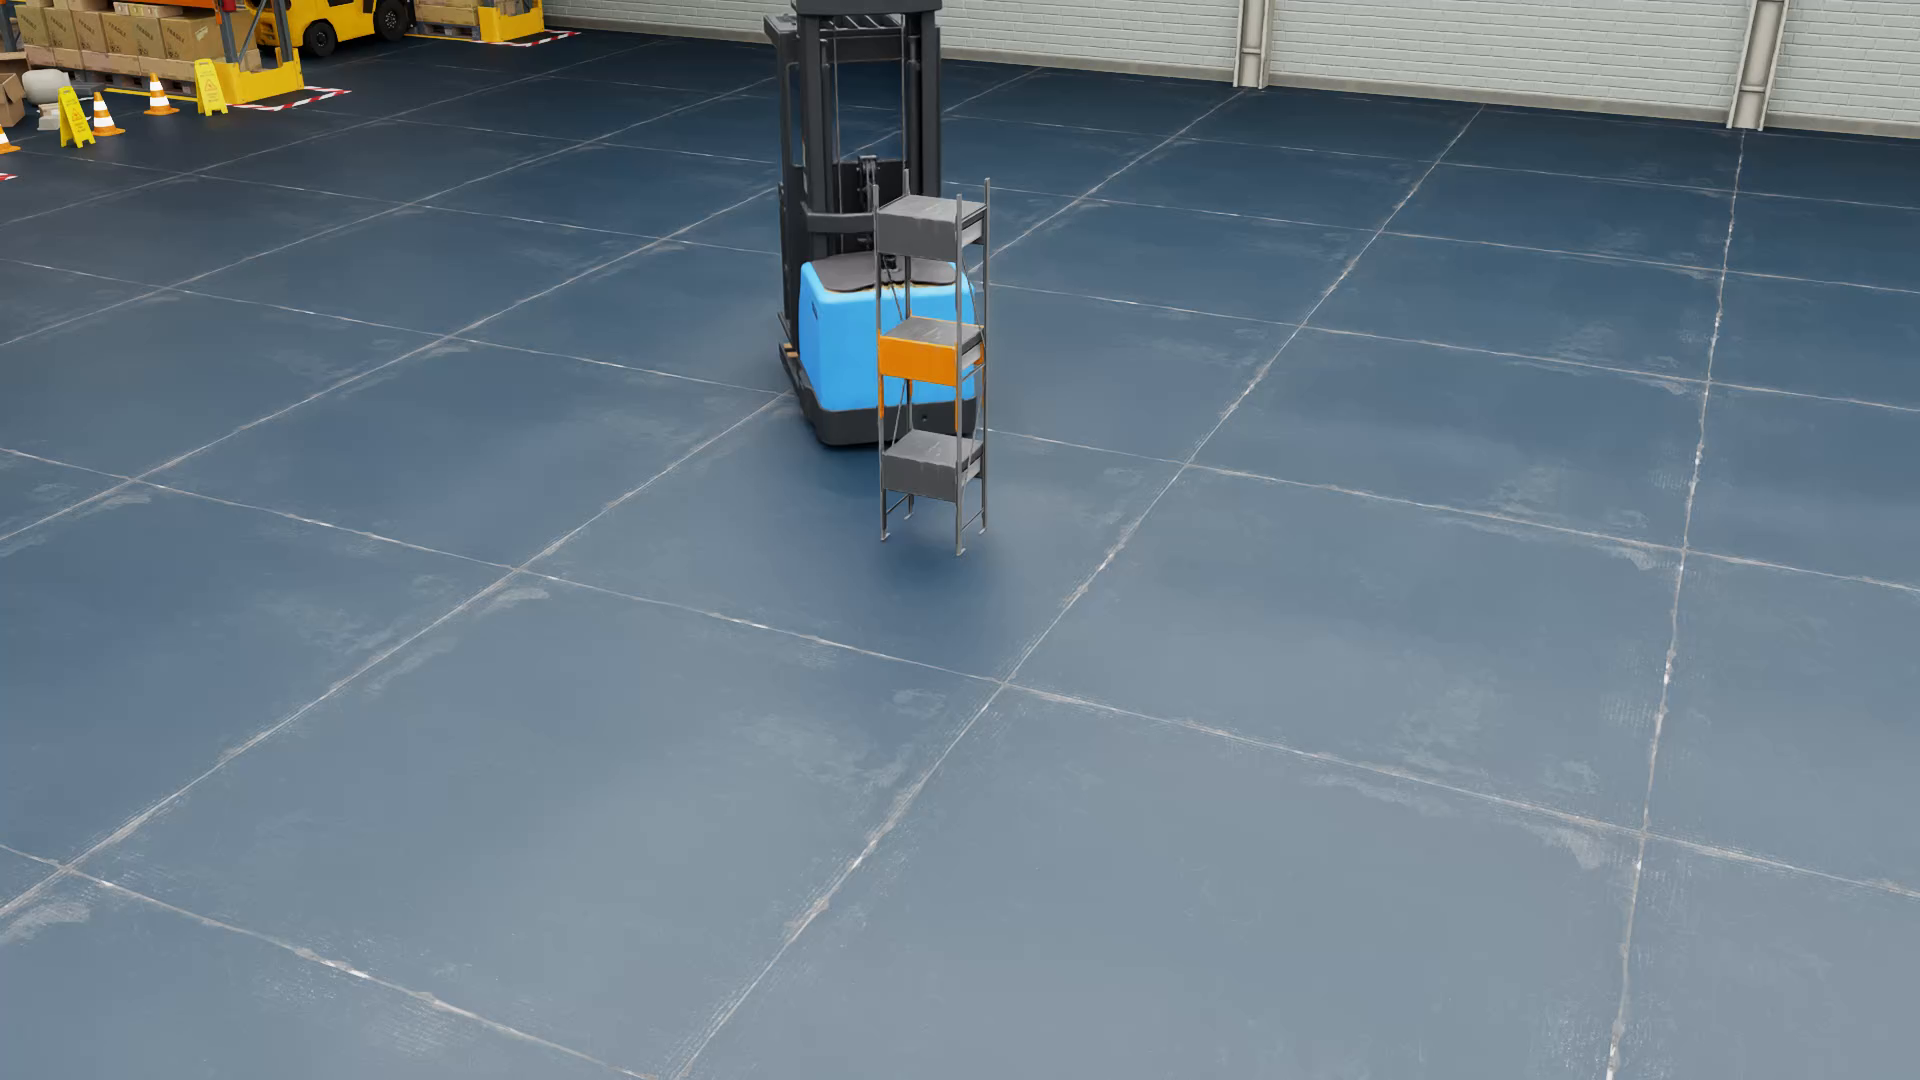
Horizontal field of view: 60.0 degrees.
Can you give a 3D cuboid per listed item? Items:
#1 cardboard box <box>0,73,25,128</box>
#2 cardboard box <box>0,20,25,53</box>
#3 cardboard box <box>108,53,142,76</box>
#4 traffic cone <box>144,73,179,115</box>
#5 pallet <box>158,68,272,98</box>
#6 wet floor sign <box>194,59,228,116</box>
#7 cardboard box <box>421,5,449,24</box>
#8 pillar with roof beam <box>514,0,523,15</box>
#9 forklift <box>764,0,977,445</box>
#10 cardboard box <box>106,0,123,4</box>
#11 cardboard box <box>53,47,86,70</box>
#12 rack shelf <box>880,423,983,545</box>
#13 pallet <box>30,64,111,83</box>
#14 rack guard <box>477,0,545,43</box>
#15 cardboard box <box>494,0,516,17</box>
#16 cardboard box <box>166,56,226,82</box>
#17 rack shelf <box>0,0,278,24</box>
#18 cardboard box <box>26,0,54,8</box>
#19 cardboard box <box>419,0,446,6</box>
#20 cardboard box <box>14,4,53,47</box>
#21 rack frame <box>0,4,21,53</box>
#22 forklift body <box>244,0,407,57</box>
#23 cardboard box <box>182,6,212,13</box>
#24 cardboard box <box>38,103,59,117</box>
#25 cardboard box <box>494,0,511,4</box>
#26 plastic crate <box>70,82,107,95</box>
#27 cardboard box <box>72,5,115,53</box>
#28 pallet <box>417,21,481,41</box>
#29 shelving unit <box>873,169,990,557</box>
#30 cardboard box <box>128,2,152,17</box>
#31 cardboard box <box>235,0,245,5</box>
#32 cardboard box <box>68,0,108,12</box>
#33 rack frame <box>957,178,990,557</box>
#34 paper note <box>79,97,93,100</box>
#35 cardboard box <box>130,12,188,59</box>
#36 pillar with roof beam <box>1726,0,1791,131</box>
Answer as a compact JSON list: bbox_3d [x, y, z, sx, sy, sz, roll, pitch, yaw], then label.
[{"bbox_3d":[-11.530,-5.228,19.798,0.637,0.503,0.797,-7,27,-14],"label":"cardboard box"},{"bbox_3d":[-13.003,-6.880,22.828,0.625,0.372,0.950,12,29,22],"label":"cardboard box"},{"bbox_3d":[-10.677,-6.230,21.646,0.500,0.250,0.500,10,28,20],"label":"cardboard box"},{"bbox_3d":[-9.809,-5.466,20.329,0.334,0.463,0.336,11,28,22],"label":"traffic cone"},{"bbox_3d":[-9.677,-5.970,21.637,1.213,0.211,1.003,11,28,22],"label":"pallet"},{"bbox_3d":[-9.153,-5.523,20.238,0.232,0.644,0.267,23,35,39],"label":"wet floor sign"},{"bbox_3d":[-7.839,-8.049,25.341,0.500,0.250,0.500,11,28,22],"label":"cardboard box"},{"bbox_3d":[-8.875,-10.491,20.871,0.400,9.000,9.100,11,28,22],"label":"pillar with roof beam"},{"bbox_3d":[-0.727,-2.561,11.634,1.130,2.935,3.031,-6,27,-12],"label":"forklift"},{"bbox_3d":[-11.411,-6.974,22.309,0.500,0.500,0.500,12,29,23],"label":"cardboard box"},{"bbox_3d":[-11.608,-6.421,22.034,0.500,0.250,0.500,13,29,25],"label":"cardboard box"},{"bbox_3d":[-0.151,-0.332,9.663,0.480,0.518,0.431,11,28,22],"label":"rack shelf"},{"bbox_3d":[-11.898,-6.416,22.543,1.213,0.211,1.003,11,28,22],"label":"pallet"},{"bbox_3d":[-6.810,-7.915,25.261,0.348,0.500,1.175,11,28,22],"label":"rack guard"},{"bbox_3d":[-7.198,-8.164,25.574,0.500,0.250,0.500,11,28,22],"label":"cardboard box"},{"bbox_3d":[-9.752,-6.043,21.266,0.500,0.250,0.500,11,28,22],"label":"cardboard box"},{"bbox_3d":[-10.704,-7.087,21.564,4.000,0.370,1.077,11,28,22],"label":"rack shelf"},{"bbox_3d":[-12.010,-7.095,21.818,0.250,0.149,0.380,12,29,23],"label":"cardboard box"},{"bbox_3d":[-7.856,-8.279,25.242,0.500,0.250,0.500,11,28,21],"label":"cardboard box"},{"bbox_3d":[-12.099,-6.851,22.057,0.500,0.500,0.500,13,29,24],"label":"cardboard box"},{"bbox_3d":[-12.524,-7.776,22.148,0.127,3.000,1.000,11,28,22],"label":"rack frame"},{"bbox_3d":[-9.313,-8.273,24.119,1.214,2.155,2.313,11,28,22],"label":"forklift body"},{"bbox_3d":[-10.003,-6.692,21.735,0.500,0.500,0.500,10,28,20],"label":"cardboard box"},{"bbox_3d":[-10.912,-5.193,20.129,0.380,0.149,0.250,-18,31,-31],"label":"cardboard box"},{"bbox_3d":[-7.174,-8.390,25.466,0.500,0.250,0.500,12,29,23],"label":"cardboard box"},{"bbox_3d":[-11.435,-5.849,21.540,0.583,0.080,0.402,2,26,4],"label":"plastic crate"},{"bbox_3d":[-11.136,-6.662,21.674,0.500,0.500,0.500,13,29,24],"label":"cardboard box"},{"bbox_3d":[-7.545,-7.913,25.583,1.213,0.211,1.003,11,28,22],"label":"pallet"},{"bbox_3d":[-0.151,-0.972,9.348,0.503,2.100,0.431,11,28,22],"label":"shelving unit"},{"bbox_3d":[-10.310,-6.756,21.130,0.250,0.149,0.380,12,29,23],"label":"cardboard box"},{"bbox_3d":[-11.656,-9.131,27.114,0.625,0.625,0.875,11,28,21],"label":"cardboard box"},{"bbox_3d":[-11.295,-6.953,21.531,0.250,0.149,0.380,13,29,25],"label":"cardboard box"},{"bbox_3d":[0.071,-0.928,9.257,0.015,2.100,0.400,11,28,22],"label":"rack frame"},{"bbox_3d":[-11.092,-5.605,21.101,0.148,0.019,0.142,2,26,4],"label":"paper note"},{"bbox_3d":[-10.197,-6.471,21.287,0.500,0.500,0.500,12,29,24],"label":"cardboard box"},{"bbox_3d":[7.511,-7.200,14.186,0.400,9.000,9.100,11,28,22],"label":"pillar with roof beam"}]
